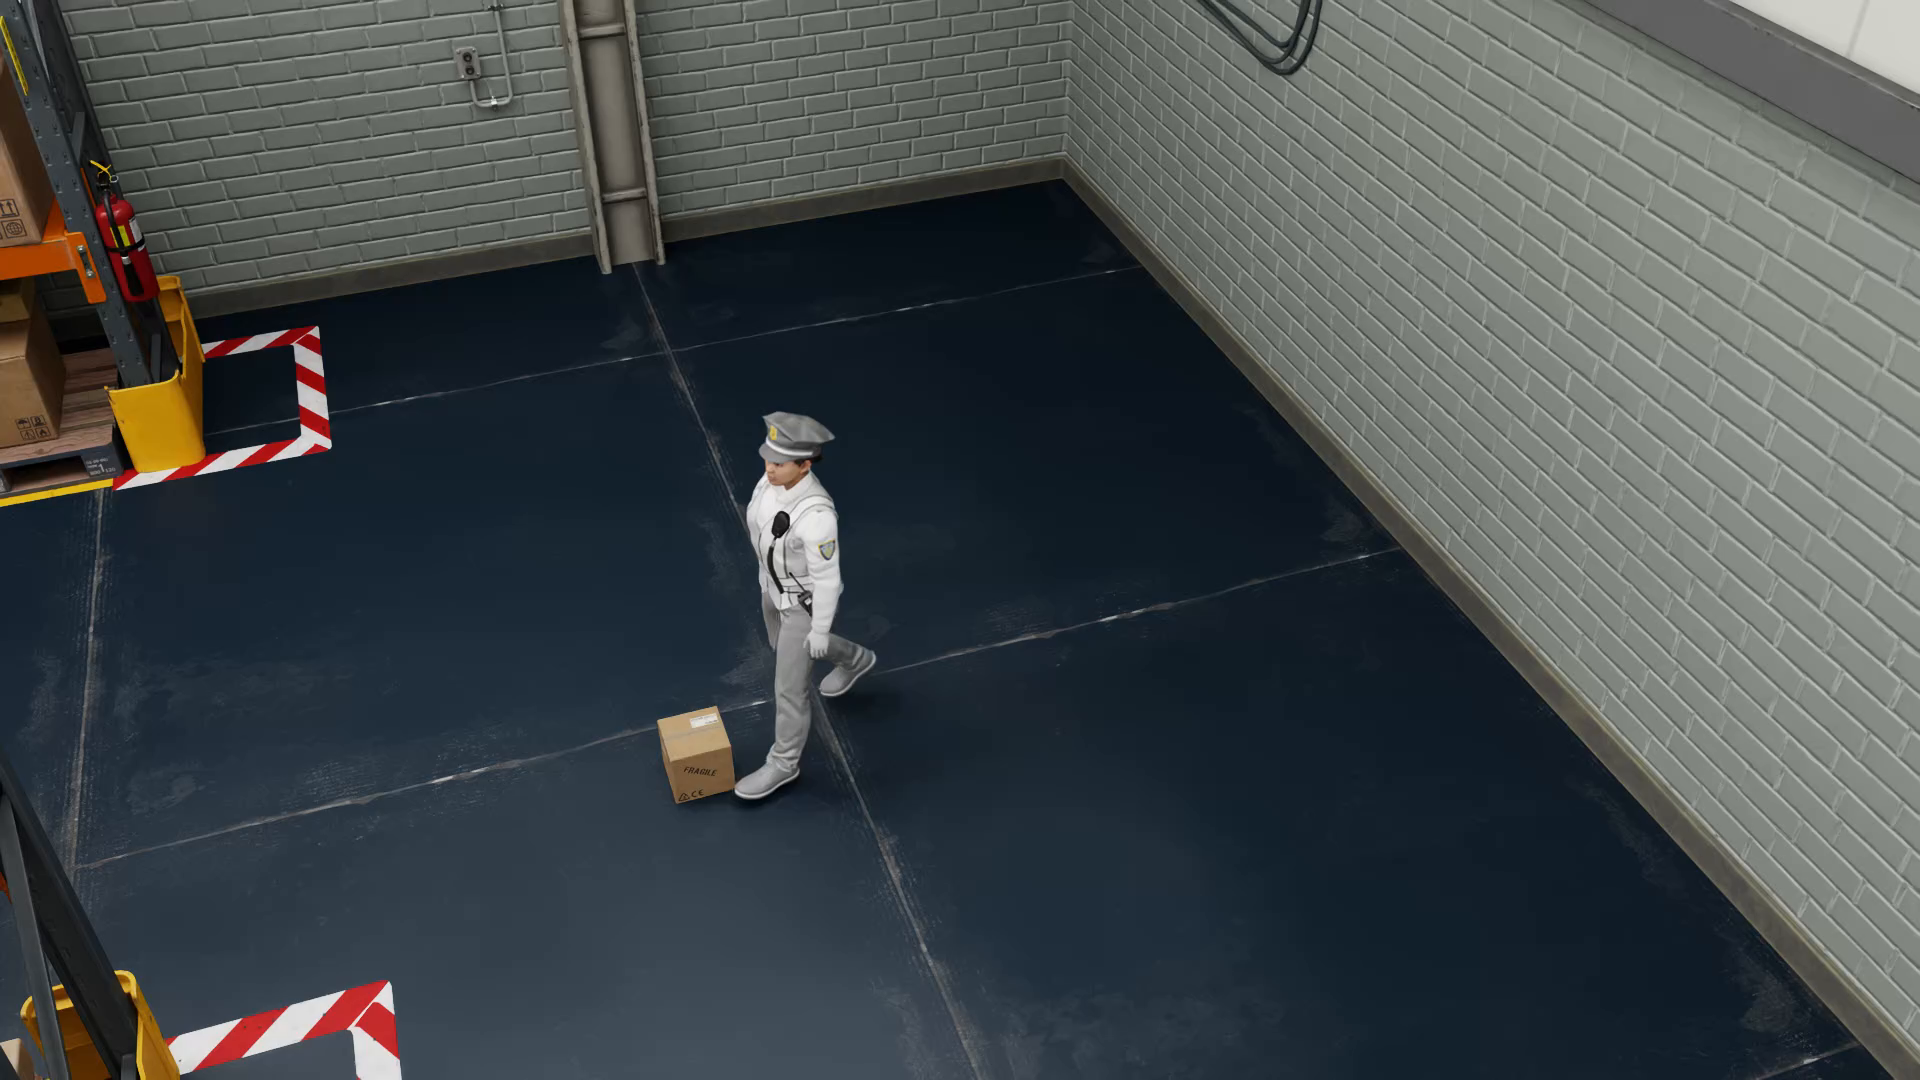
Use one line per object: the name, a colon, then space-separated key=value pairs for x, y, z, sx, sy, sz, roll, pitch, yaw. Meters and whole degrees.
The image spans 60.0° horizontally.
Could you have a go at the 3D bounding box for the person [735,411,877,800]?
person: x=-0.624 y=0.200 z=6.479 sx=0.787 sy=1.669 sz=0.526 roll=-18 pitch=41 yaw=-21
